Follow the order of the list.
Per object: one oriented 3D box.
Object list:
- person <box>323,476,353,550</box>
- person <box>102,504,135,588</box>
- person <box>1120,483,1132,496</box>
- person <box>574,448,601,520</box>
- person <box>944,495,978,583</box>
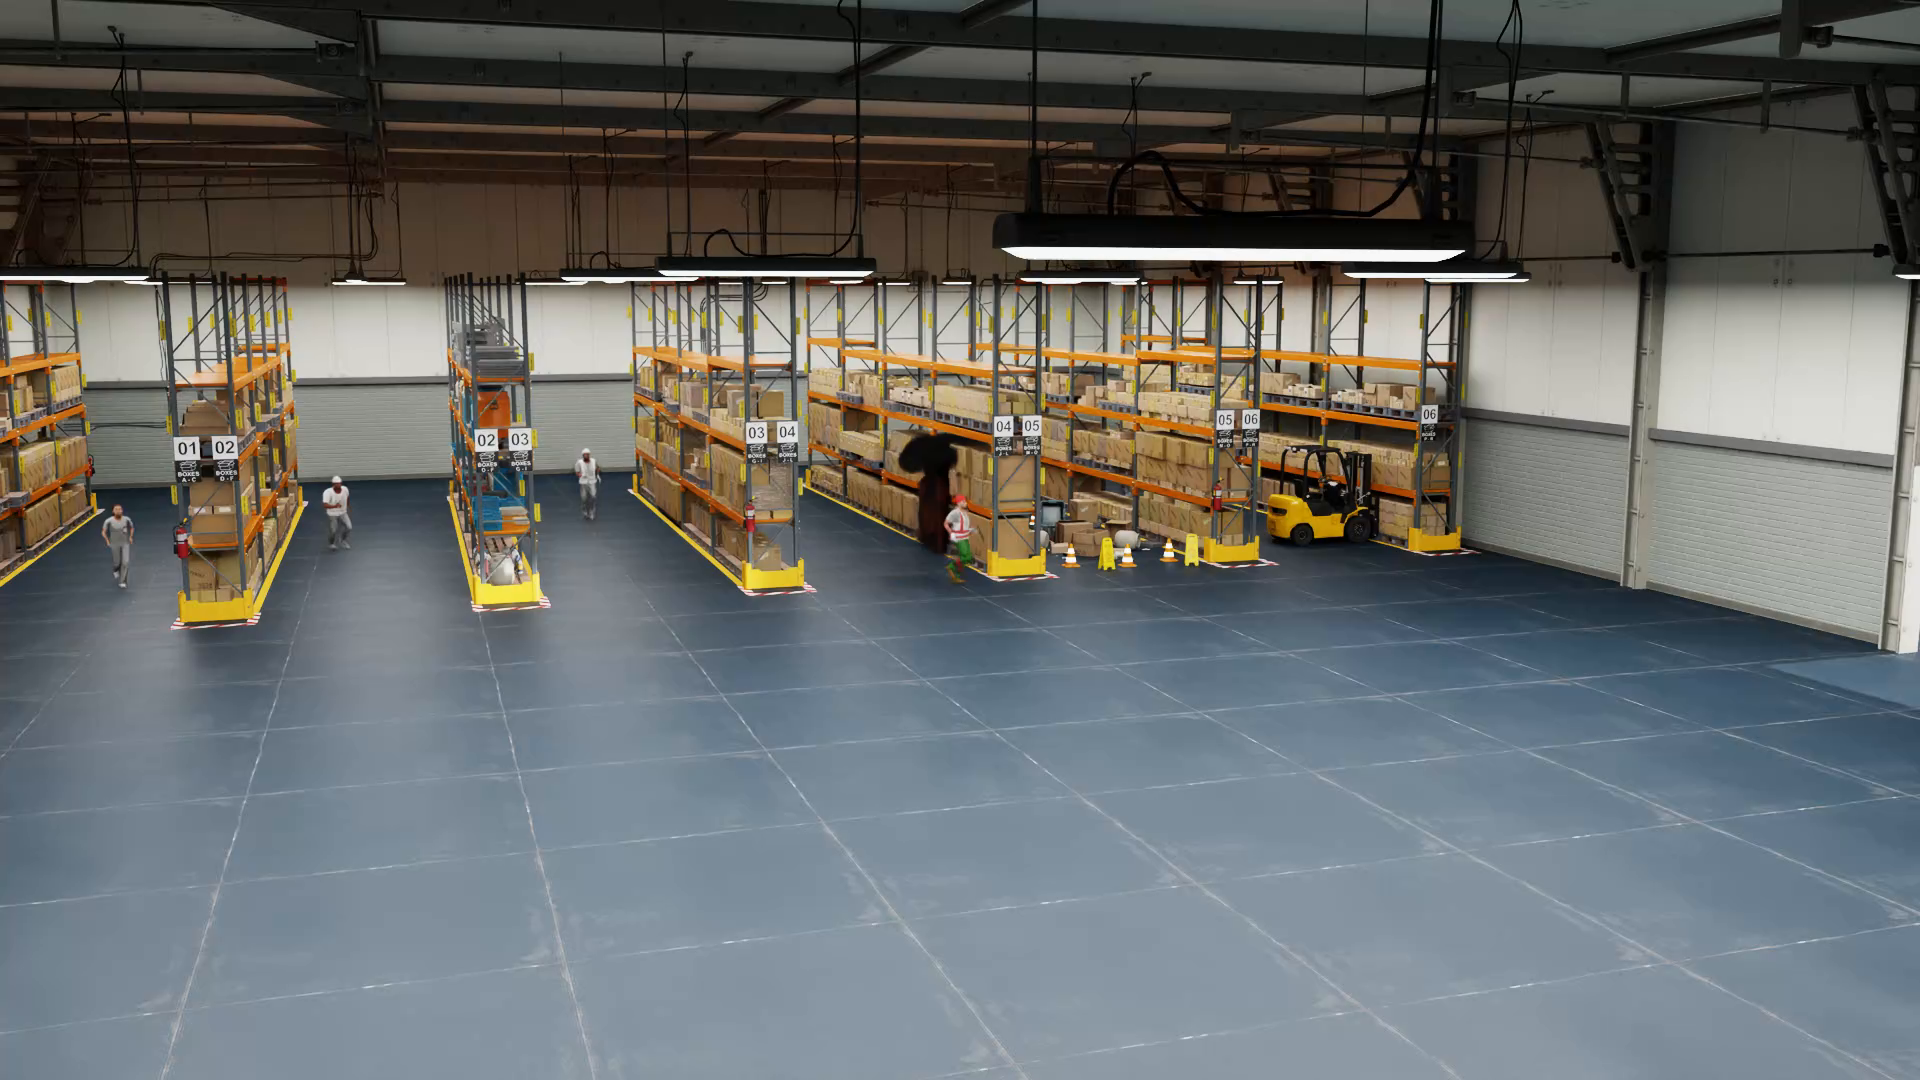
[{"bbox_3d":[-13.582,-0.580,36.328,0.731,1.663,0.927,-8,12,-42],"label":"person"},{"bbox_3d":[-16.267,0.089,32.177,0.575,1.622,0.688,-6,10,-34],"label":"person"},{"bbox_3d":[4.534,-2.002,46.141,0.822,1.616,0.632,6,10,33],"label":"person"},{"bbox_3d":[-9.258,-1.392,41.406,0.654,1.784,0.797,-3,9,-18],"label":"person"},{"bbox_3d":[0.043,-0.012,32.393,0.590,1.738,0.660,4,9,23],"label":"person"}]
